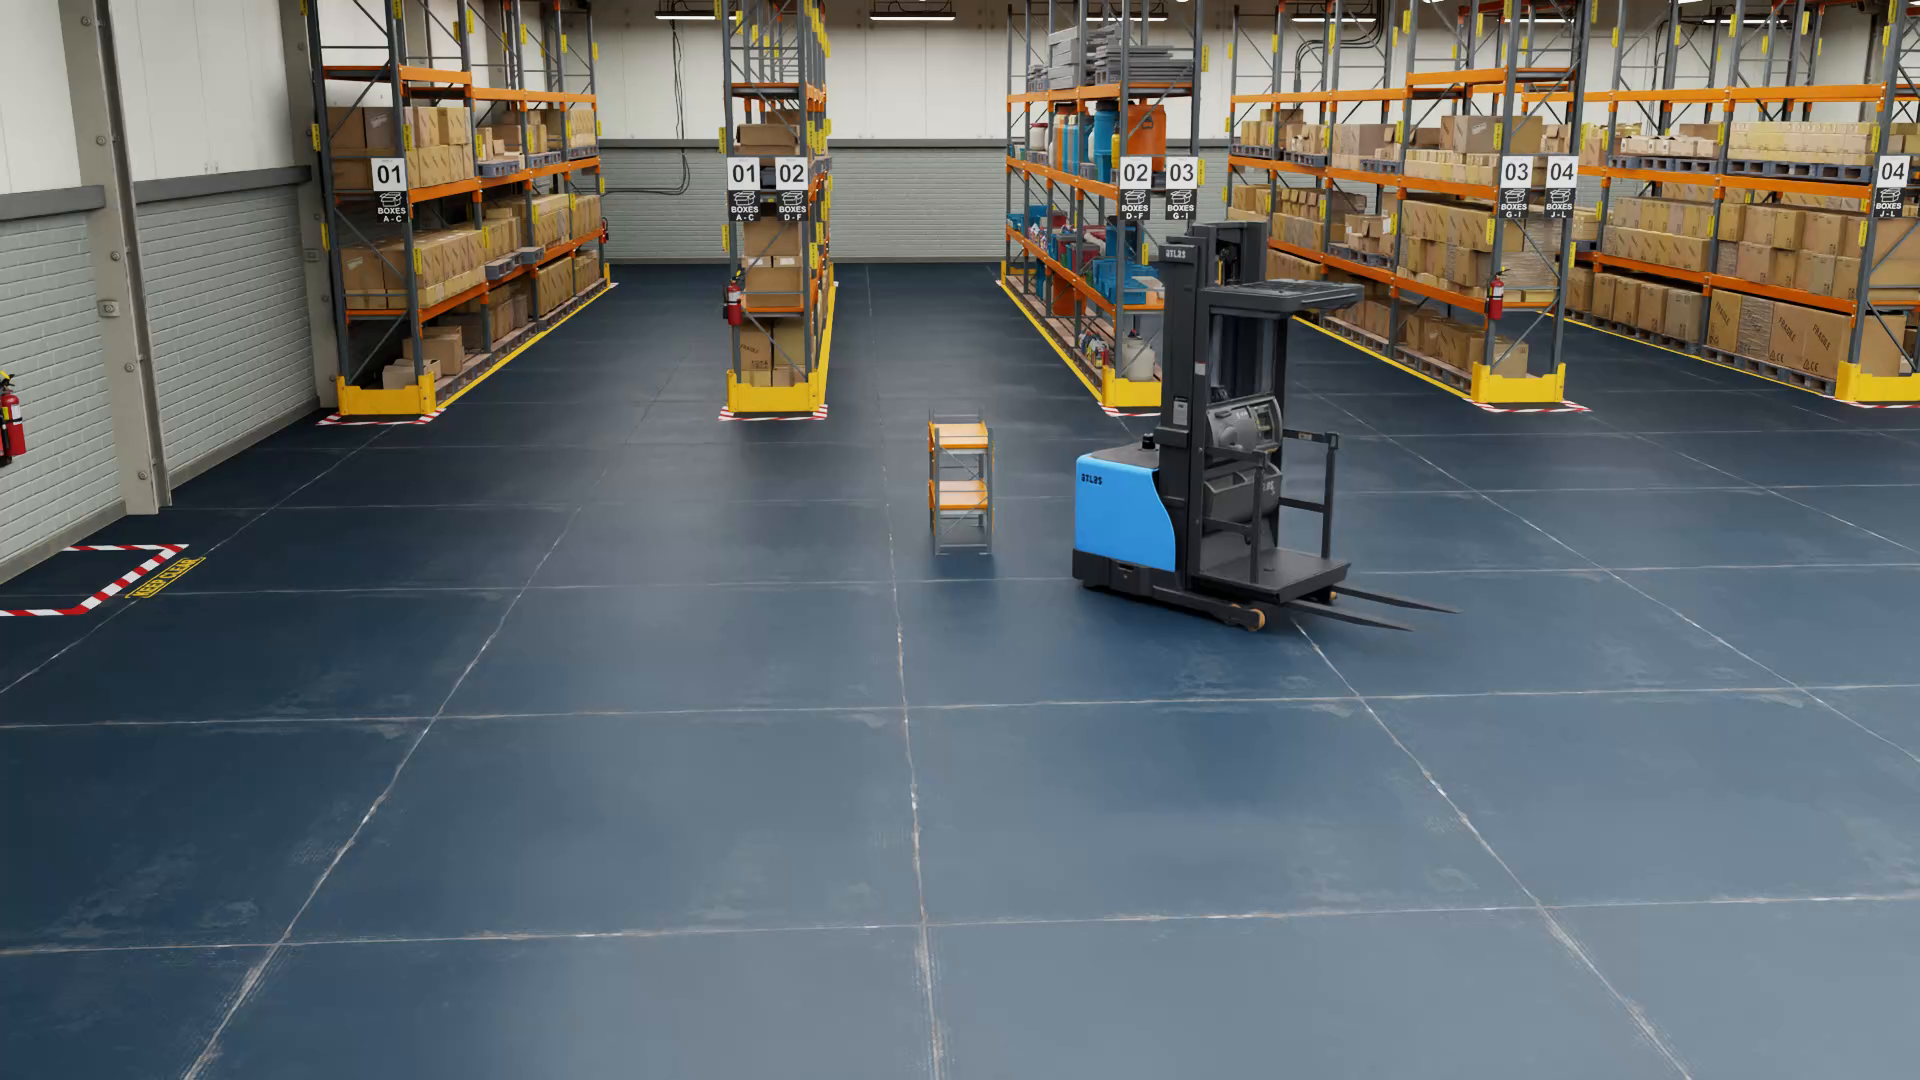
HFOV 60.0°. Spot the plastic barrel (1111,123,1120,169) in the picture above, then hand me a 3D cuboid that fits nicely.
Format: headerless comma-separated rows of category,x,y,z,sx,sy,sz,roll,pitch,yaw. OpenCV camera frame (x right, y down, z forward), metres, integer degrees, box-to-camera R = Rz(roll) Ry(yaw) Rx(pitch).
plastic barrel,2.327,-5.262,22.216,0.600,0.588,0.600,0,14,0

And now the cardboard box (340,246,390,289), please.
cardboard box,-7.605,-3.494,21.343,0.500,0.500,0.500,-1,14,-4

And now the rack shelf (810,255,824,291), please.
rack shelf,-2.792,-4.301,27.167,1.077,0.370,4.000,-1,14,-3

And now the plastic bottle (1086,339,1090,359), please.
plastic bottle,1.892,-2.829,24.572,0.061,0.283,0.133,0,14,-1

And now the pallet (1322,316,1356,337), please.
pallet,7.019,-3.754,29.193,1.003,0.211,1.213,-1,14,-3

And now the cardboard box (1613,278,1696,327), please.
cardboard box,11.934,-4.094,28.590,1.050,0.750,0.750,-1,14,-3

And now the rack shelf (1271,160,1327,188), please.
rack shelf,6.848,-6.901,31.250,1.077,0.370,4.000,-1,14,-3

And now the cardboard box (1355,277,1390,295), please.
cardboard box,7.086,-4.367,28.607,0.500,0.250,0.500,1,14,3

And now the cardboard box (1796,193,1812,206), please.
cardboard box,16.481,-6.486,32.008,0.500,0.500,0.500,-1,14,-4

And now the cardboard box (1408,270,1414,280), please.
cardboard box,6.978,-4.000,25.058,0.380,0.149,0.250,-1,14,-3

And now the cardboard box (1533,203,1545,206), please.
cardboard box,11.902,-6.665,34.112,0.500,0.500,0.500,-1,14,-4

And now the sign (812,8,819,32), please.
sign,-2.112,-7.589,24.270,0.100,0.325,0.005,-1,14,-3

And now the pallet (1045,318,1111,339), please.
pallet,2.038,-3.679,28.901,1.003,0.211,1.213,-1,14,-3

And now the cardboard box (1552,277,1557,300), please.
cardboard box,11.549,-4.763,31.693,0.500,0.500,0.500,-2,15,-6

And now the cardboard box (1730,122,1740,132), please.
cardboard box,11.860,-6.229,25.056,0.380,0.149,0.250,-1,14,-3

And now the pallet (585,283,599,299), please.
pallet,-8.155,-5.208,34.845,1.003,0.211,1.213,-1,14,-3

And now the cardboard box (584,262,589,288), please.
cardboard box,-8.109,-5.497,34.546,0.700,0.500,0.500,-1,14,-2

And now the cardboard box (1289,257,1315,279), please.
cardboard box,6.902,-4.867,31.344,1.225,0.875,0.875,-1,14,-3

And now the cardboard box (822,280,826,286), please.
cardboard box,-2.723,-4.522,30.715,0.500,0.500,0.500,-1,14,-4

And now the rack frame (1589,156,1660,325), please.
rack frame,11.929,-5.350,29.801,1.000,3.000,0.127,-1,14,-3

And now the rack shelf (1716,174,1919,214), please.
rack shelf,12.300,-4.962,23.718,1.077,0.370,4.000,-1,14,-3

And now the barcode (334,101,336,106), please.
barcode,-7.907,-5.525,21.048,0.001,0.075,0.075,-1,14,-3

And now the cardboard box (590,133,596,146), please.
cardboard box,-8.045,-8.513,35.331,0.500,0.250,0.500,0,14,-2

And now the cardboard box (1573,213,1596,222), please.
cardboard box,11.427,-5.898,30.395,0.380,0.149,0.250,-1,14,-4

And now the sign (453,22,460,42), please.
sign,-8.413,-8.494,27.789,0.100,0.325,0.005,-1,14,-3

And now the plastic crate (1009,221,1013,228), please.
plastic crate,1.199,-6.797,35.833,0.250,0.136,0.298,-1,14,-3

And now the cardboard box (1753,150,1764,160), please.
cardboard box,11.907,-5.654,24.422,0.380,0.149,0.250,-1,14,-4

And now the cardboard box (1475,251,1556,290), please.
cardboard box,7.461,-3.639,22.352,0.875,0.500,0.500,-1,14,-3

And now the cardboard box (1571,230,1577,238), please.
cardboard box,11.426,-5.609,30.470,0.380,0.149,0.250,-1,14,-4

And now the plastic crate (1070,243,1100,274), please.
plastic crate,1.941,-4.374,25.880,0.402,0.464,0.583,-1,14,-3

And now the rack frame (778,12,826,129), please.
rack frame,-3.411,-10.042,35.996,1.000,3.000,0.127,-1,14,-3

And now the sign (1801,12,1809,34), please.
sign,12.732,-7.792,25.061,0.100,0.325,0.005,-1,14,-3

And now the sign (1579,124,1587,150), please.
sign,8.009,-5.194,21.419,0.100,0.325,0.005,-1,14,-3

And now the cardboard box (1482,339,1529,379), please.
cardboard box,7.446,-2.458,22.732,0.500,0.500,0.500,2,15,7

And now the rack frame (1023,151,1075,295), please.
rack frame,1.781,-6.217,33.171,1.000,3.000,0.127,-1,14,-3

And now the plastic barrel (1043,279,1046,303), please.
plastic barrel,1.787,-4.762,31.666,0.421,0.512,0.421,0,14,0

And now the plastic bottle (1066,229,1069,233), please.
plastic bottle,2.067,-5.806,31.829,0.097,0.271,0.097,0,14,0

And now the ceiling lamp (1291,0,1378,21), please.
ceiling lamp,8.841,-13.727,38.606,2.000,3.185,0.800,-1,14,-3

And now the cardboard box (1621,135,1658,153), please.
cardboard box,11.754,-6.828,28.661,0.500,0.311,0.500,-1,14,-3

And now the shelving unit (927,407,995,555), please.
shelving unit,0.000,-0.546,14.893,0.538,1.125,1.048,-1,14,-3

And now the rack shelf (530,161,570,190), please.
rack shelf,-7.983,-6.671,30.359,1.077,0.370,4.000,-1,14,-3

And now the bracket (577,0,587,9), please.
bracket,-9.204,-13.064,40.518,0.235,0.232,0.430,-1,14,-3

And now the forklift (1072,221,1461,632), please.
forklift,2.332,-0.887,12.590,3.031,2.935,1.130,13,20,42

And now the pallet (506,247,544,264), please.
pallet,-7.709,-4.801,28.051,1.213,0.211,1.003,-1,14,-3

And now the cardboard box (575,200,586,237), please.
cardboard box,-8.164,-6.526,33.770,0.980,0.700,0.700,-1,14,-5

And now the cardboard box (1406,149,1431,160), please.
cardboard box,6.932,-5.792,24.998,0.380,0.149,0.250,-1,14,-5

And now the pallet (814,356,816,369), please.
pallet,-2.660,-2.603,24.720,1.003,0.211,1.213,-1,14,-3

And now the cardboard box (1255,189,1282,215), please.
cardboard box,6.402,-6.963,34.269,0.500,0.500,0.500,-1,14,-3

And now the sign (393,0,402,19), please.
sign,-6.822,-6.484,20.136,0.100,0.325,0.005,-1,14,-3

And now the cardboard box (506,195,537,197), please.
cardboard box,-8.300,-6.381,31.465,0.500,0.250,0.500,-1,14,-3

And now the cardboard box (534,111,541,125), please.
cardboard box,-8.184,-7.921,31.183,0.500,0.250,0.500,0,14,1
